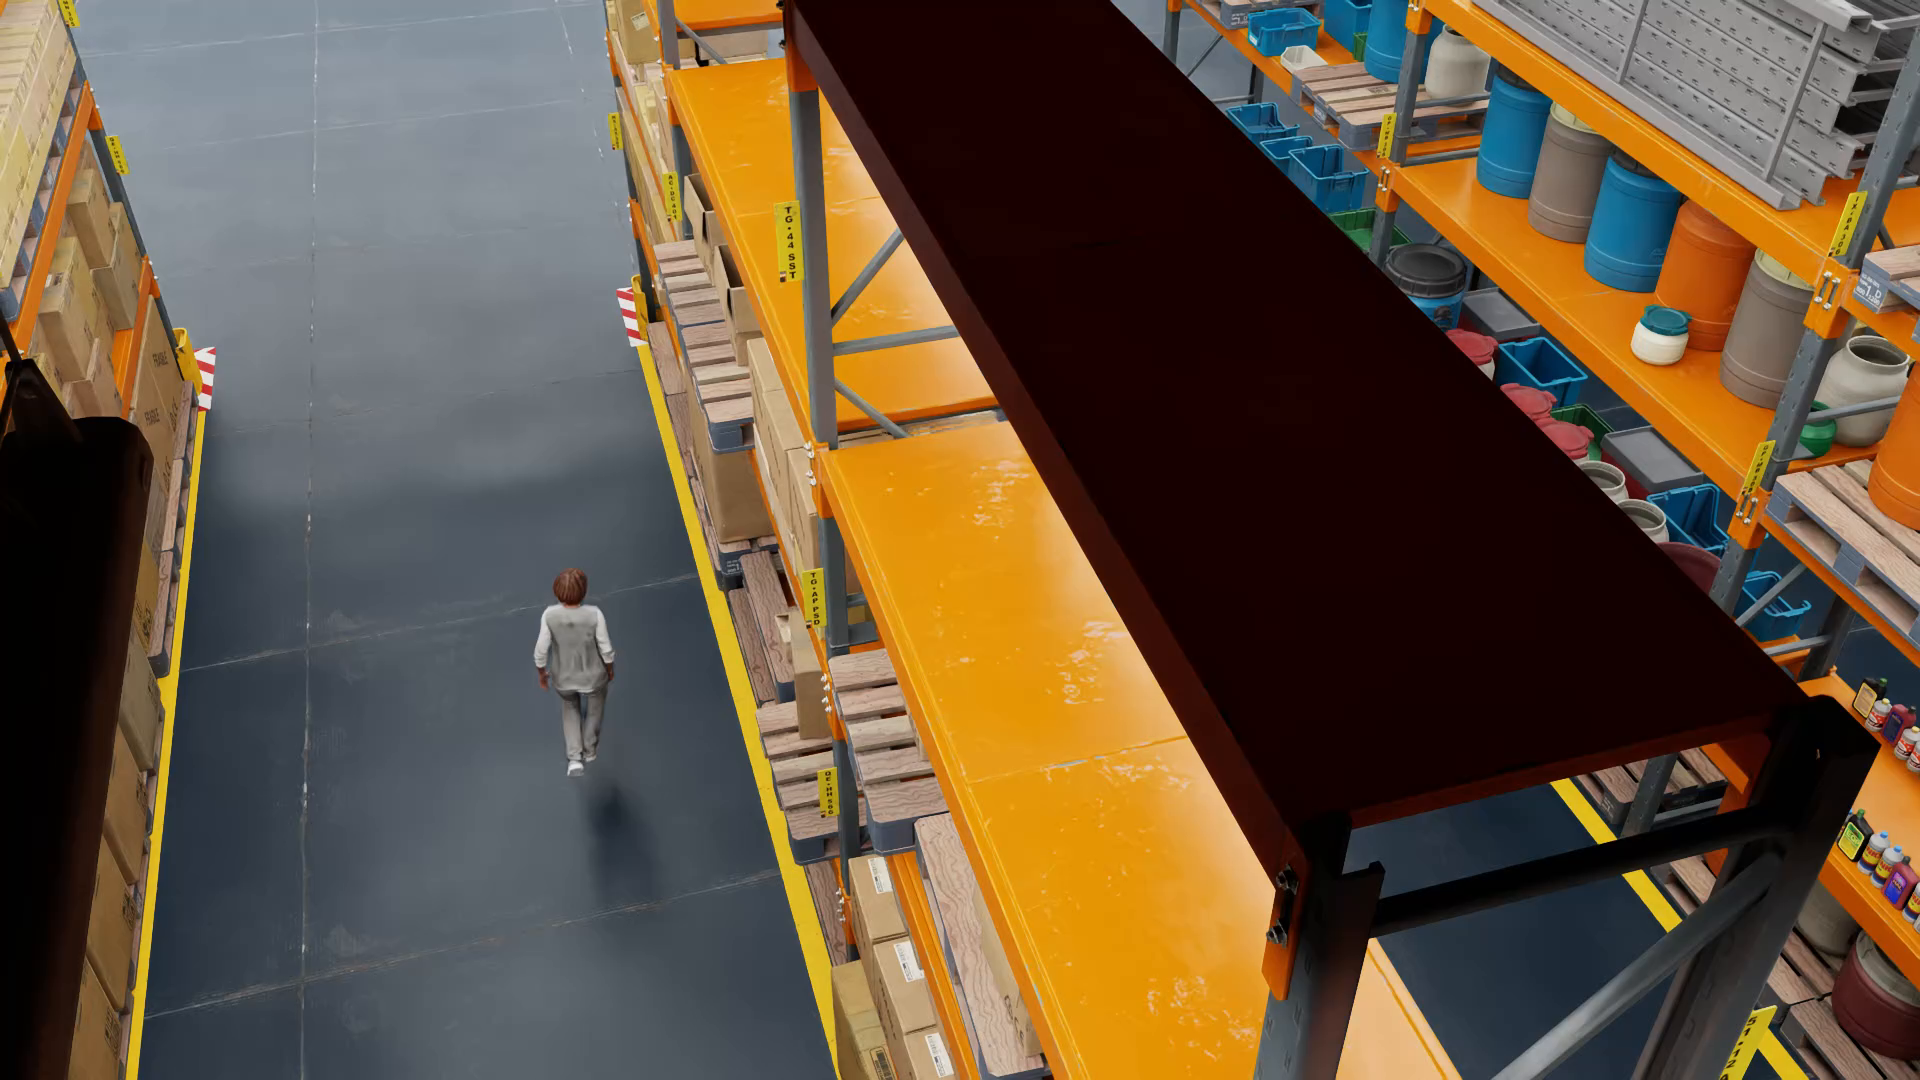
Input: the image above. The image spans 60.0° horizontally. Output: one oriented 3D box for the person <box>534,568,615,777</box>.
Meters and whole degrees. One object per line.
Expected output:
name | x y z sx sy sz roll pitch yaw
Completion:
person | -2.354 0.832 10.280 0.499 1.542 0.529 -1 38 -2
